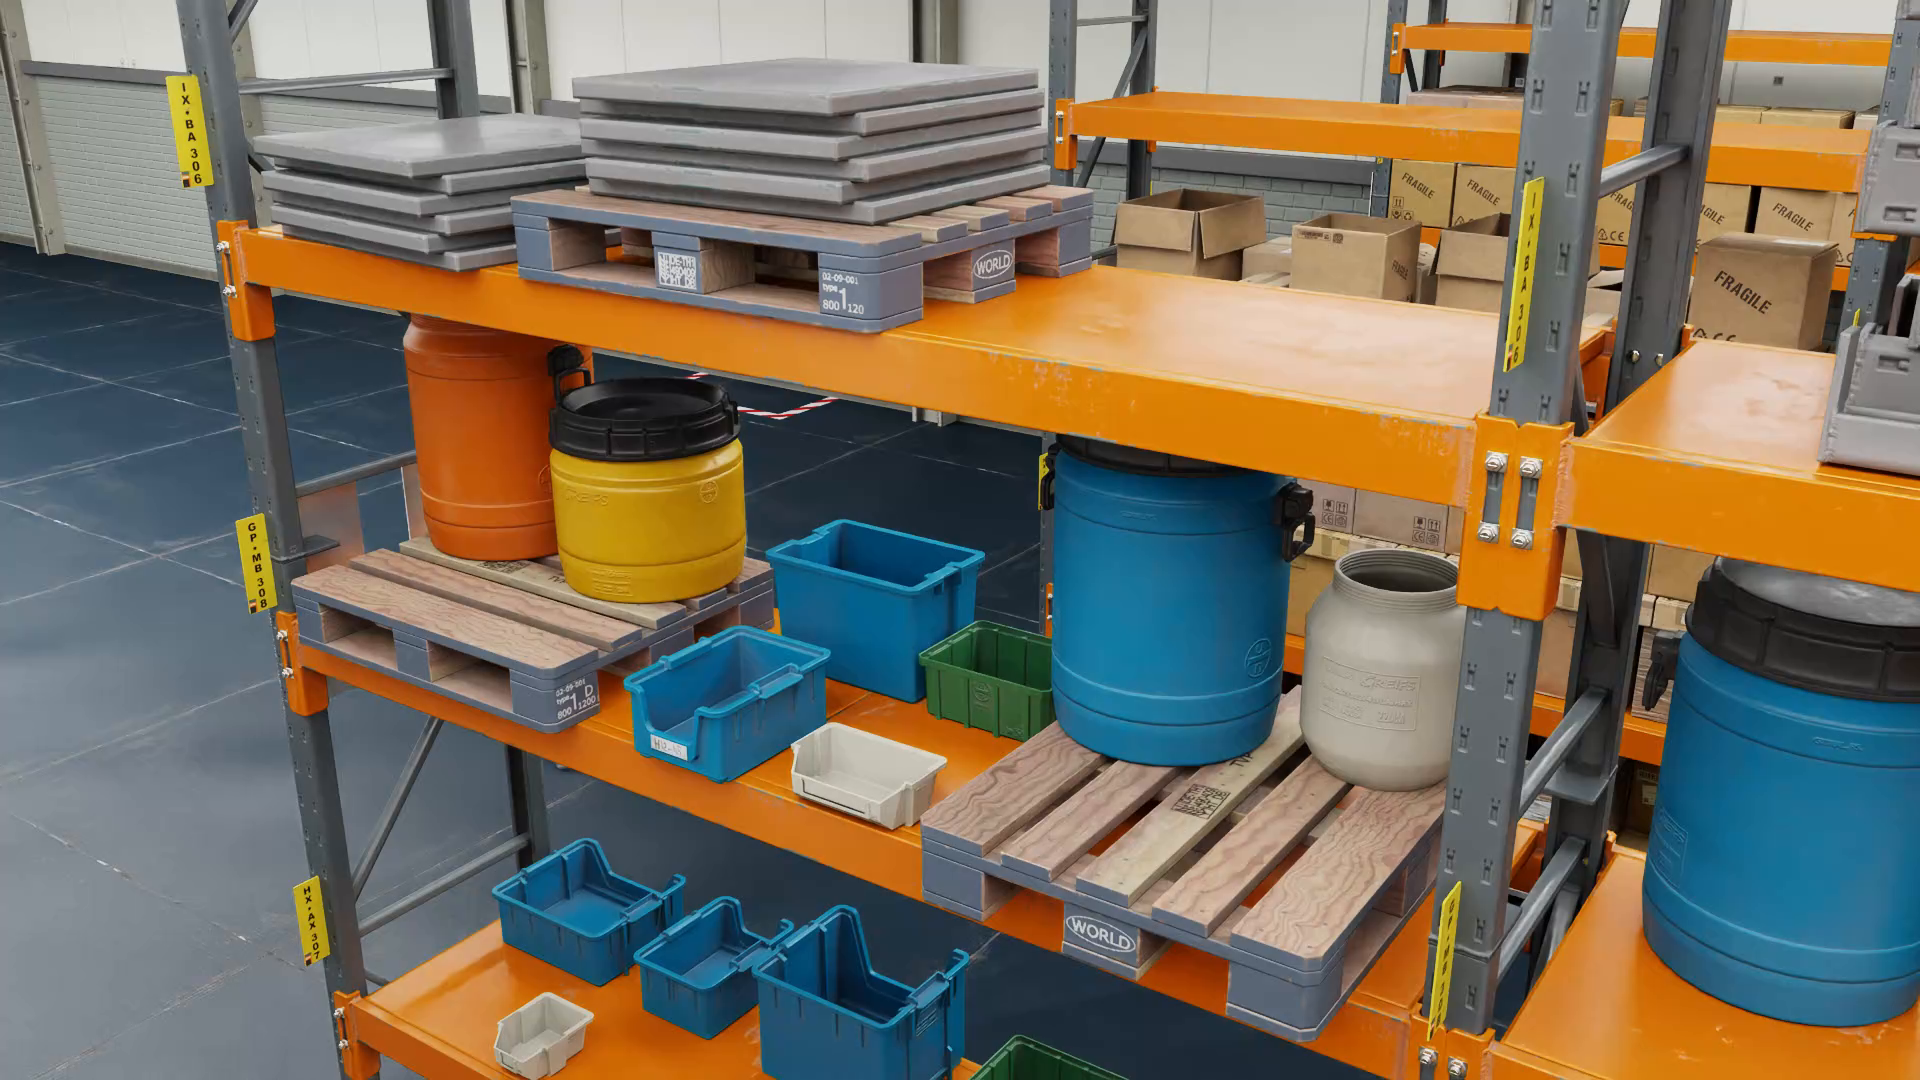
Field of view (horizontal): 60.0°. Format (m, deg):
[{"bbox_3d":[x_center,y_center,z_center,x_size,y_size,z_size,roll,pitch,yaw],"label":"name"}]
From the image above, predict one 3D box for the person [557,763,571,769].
[{"bbox_3d":[-2.440,0.577,10.376,0.493,1.677,0.497,10,22,26],"label":"person"}]
